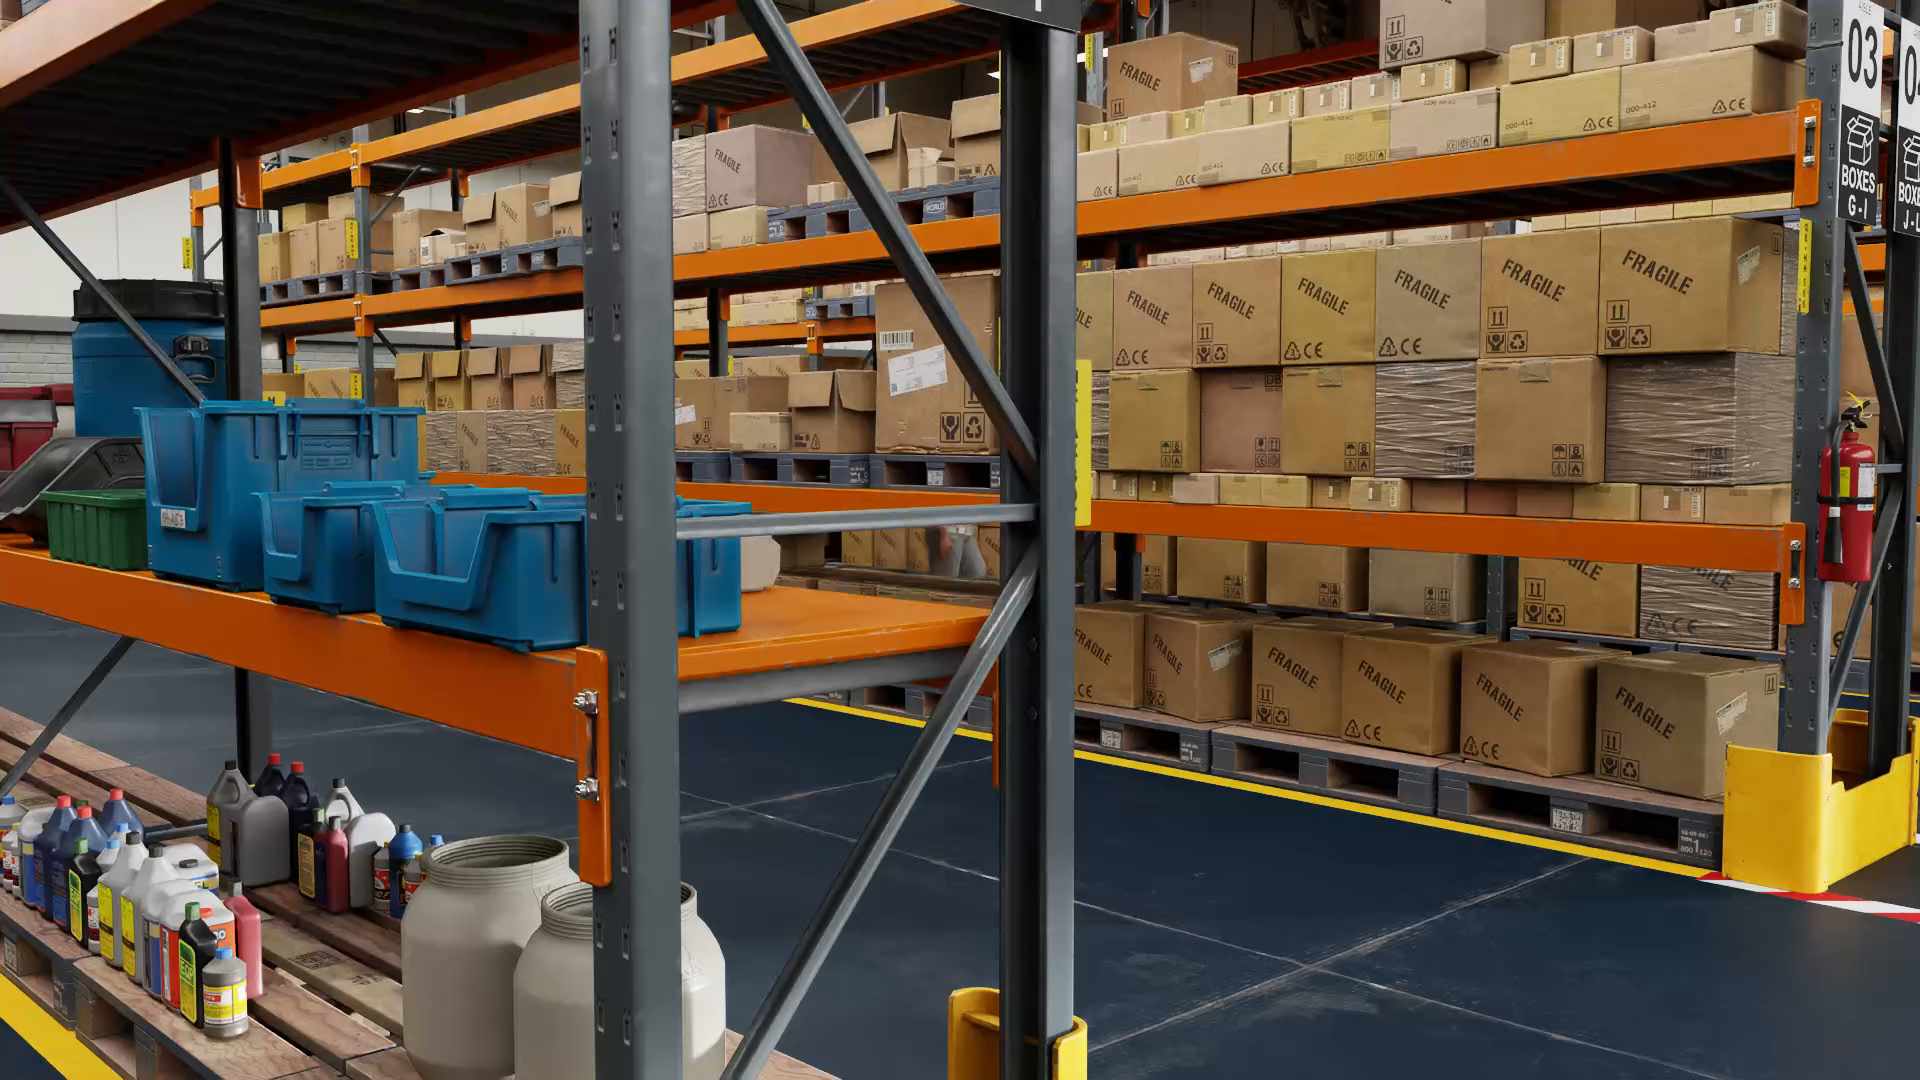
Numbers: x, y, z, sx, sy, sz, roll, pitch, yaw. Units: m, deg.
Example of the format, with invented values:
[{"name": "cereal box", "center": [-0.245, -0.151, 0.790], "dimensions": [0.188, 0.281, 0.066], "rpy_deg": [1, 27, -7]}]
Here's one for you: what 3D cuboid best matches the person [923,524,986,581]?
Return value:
[{"name": "person", "center": [-0.091, -0.058, 12.338], "dimensions": [0.474, 1.746, 0.588], "rpy_deg": [1, 4, 15]}]
